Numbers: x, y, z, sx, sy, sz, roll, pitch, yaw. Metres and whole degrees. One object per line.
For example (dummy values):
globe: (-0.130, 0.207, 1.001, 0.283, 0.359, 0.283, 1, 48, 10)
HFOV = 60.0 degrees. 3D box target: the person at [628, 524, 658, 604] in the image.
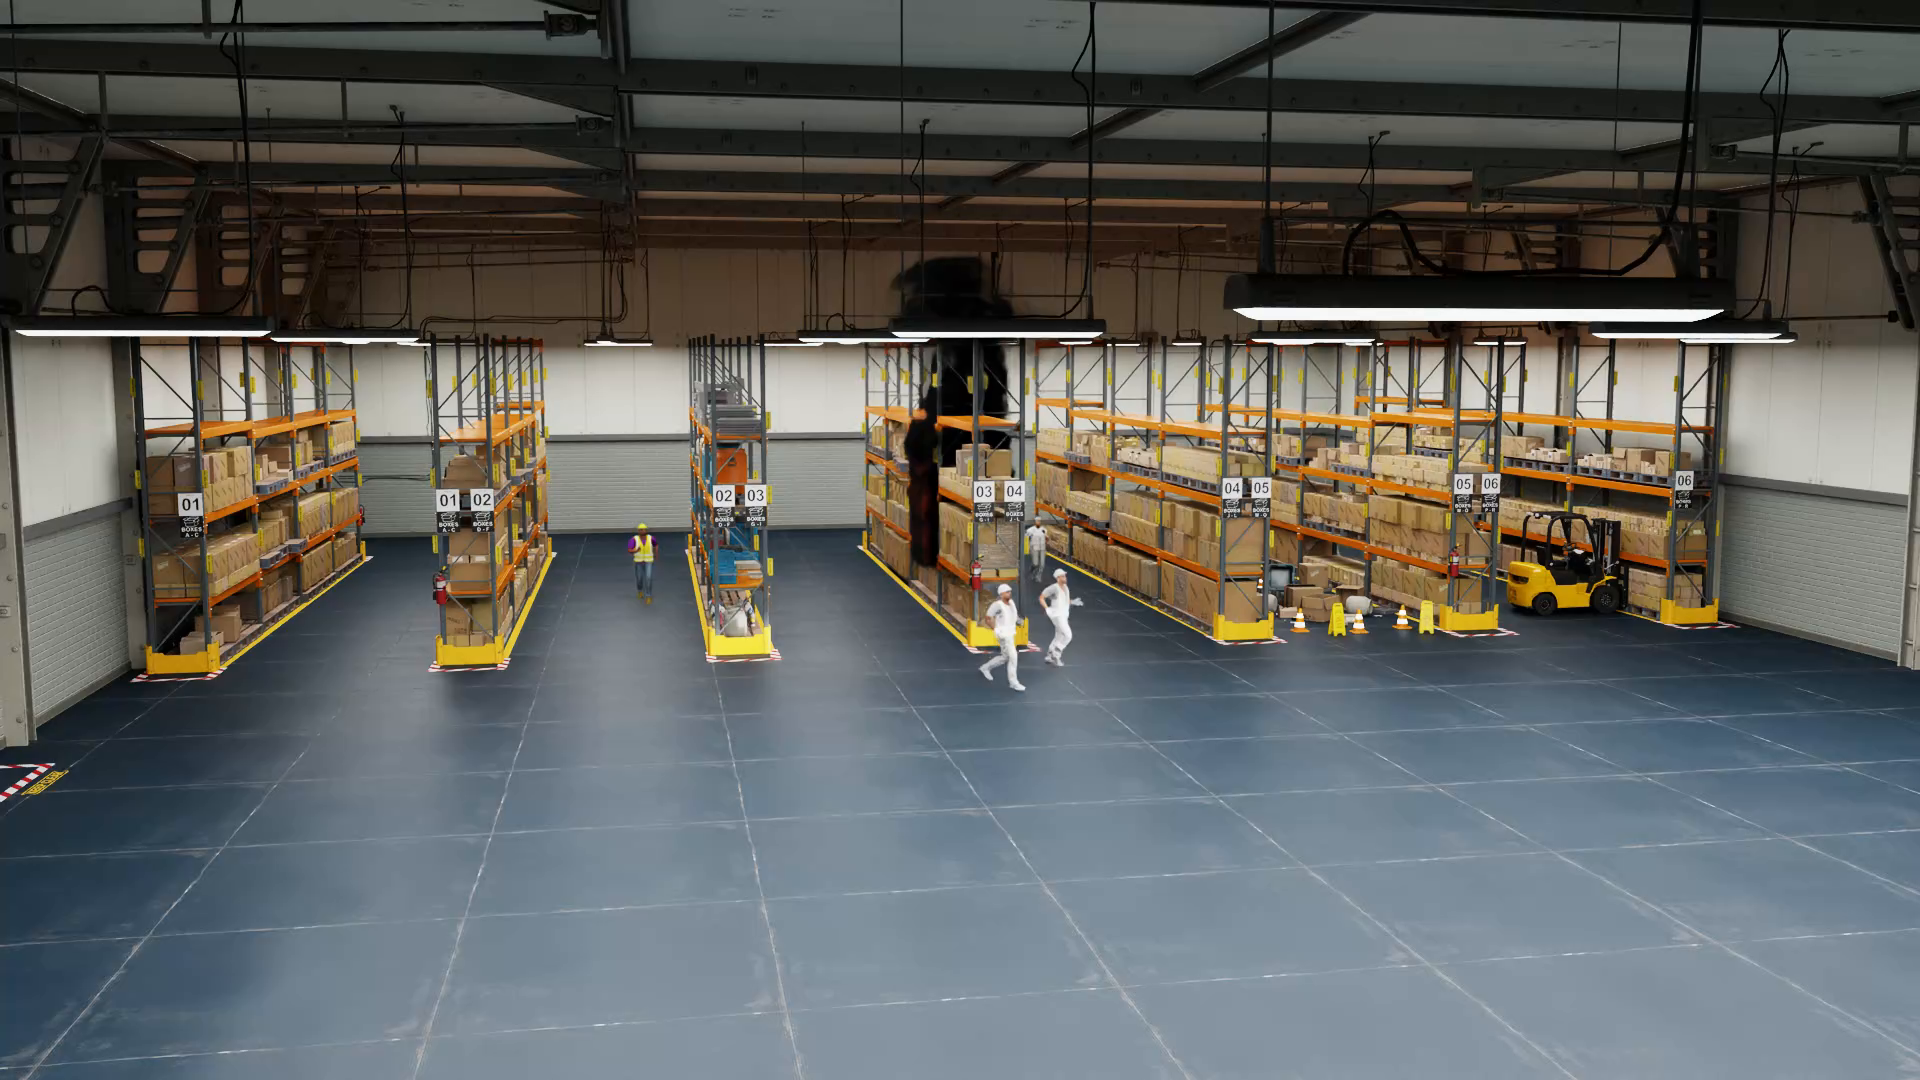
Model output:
person: (-7.164, 0.511, 37.631, 0.691, 1.776, 0.944, -2, 7, -13)

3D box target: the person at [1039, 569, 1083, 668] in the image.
person: (1.841, 1.410, 30.034, 0.673, 1.783, 0.661, 4, 8, 31)

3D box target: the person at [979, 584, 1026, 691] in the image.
person: (0.735, 1.624, 28.159, 0.882, 1.786, 0.670, 3, 7, 27)

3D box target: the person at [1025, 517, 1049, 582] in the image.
person: (1.918, 0.246, 40.839, 0.588, 1.609, 0.557, -2, 7, -16)
